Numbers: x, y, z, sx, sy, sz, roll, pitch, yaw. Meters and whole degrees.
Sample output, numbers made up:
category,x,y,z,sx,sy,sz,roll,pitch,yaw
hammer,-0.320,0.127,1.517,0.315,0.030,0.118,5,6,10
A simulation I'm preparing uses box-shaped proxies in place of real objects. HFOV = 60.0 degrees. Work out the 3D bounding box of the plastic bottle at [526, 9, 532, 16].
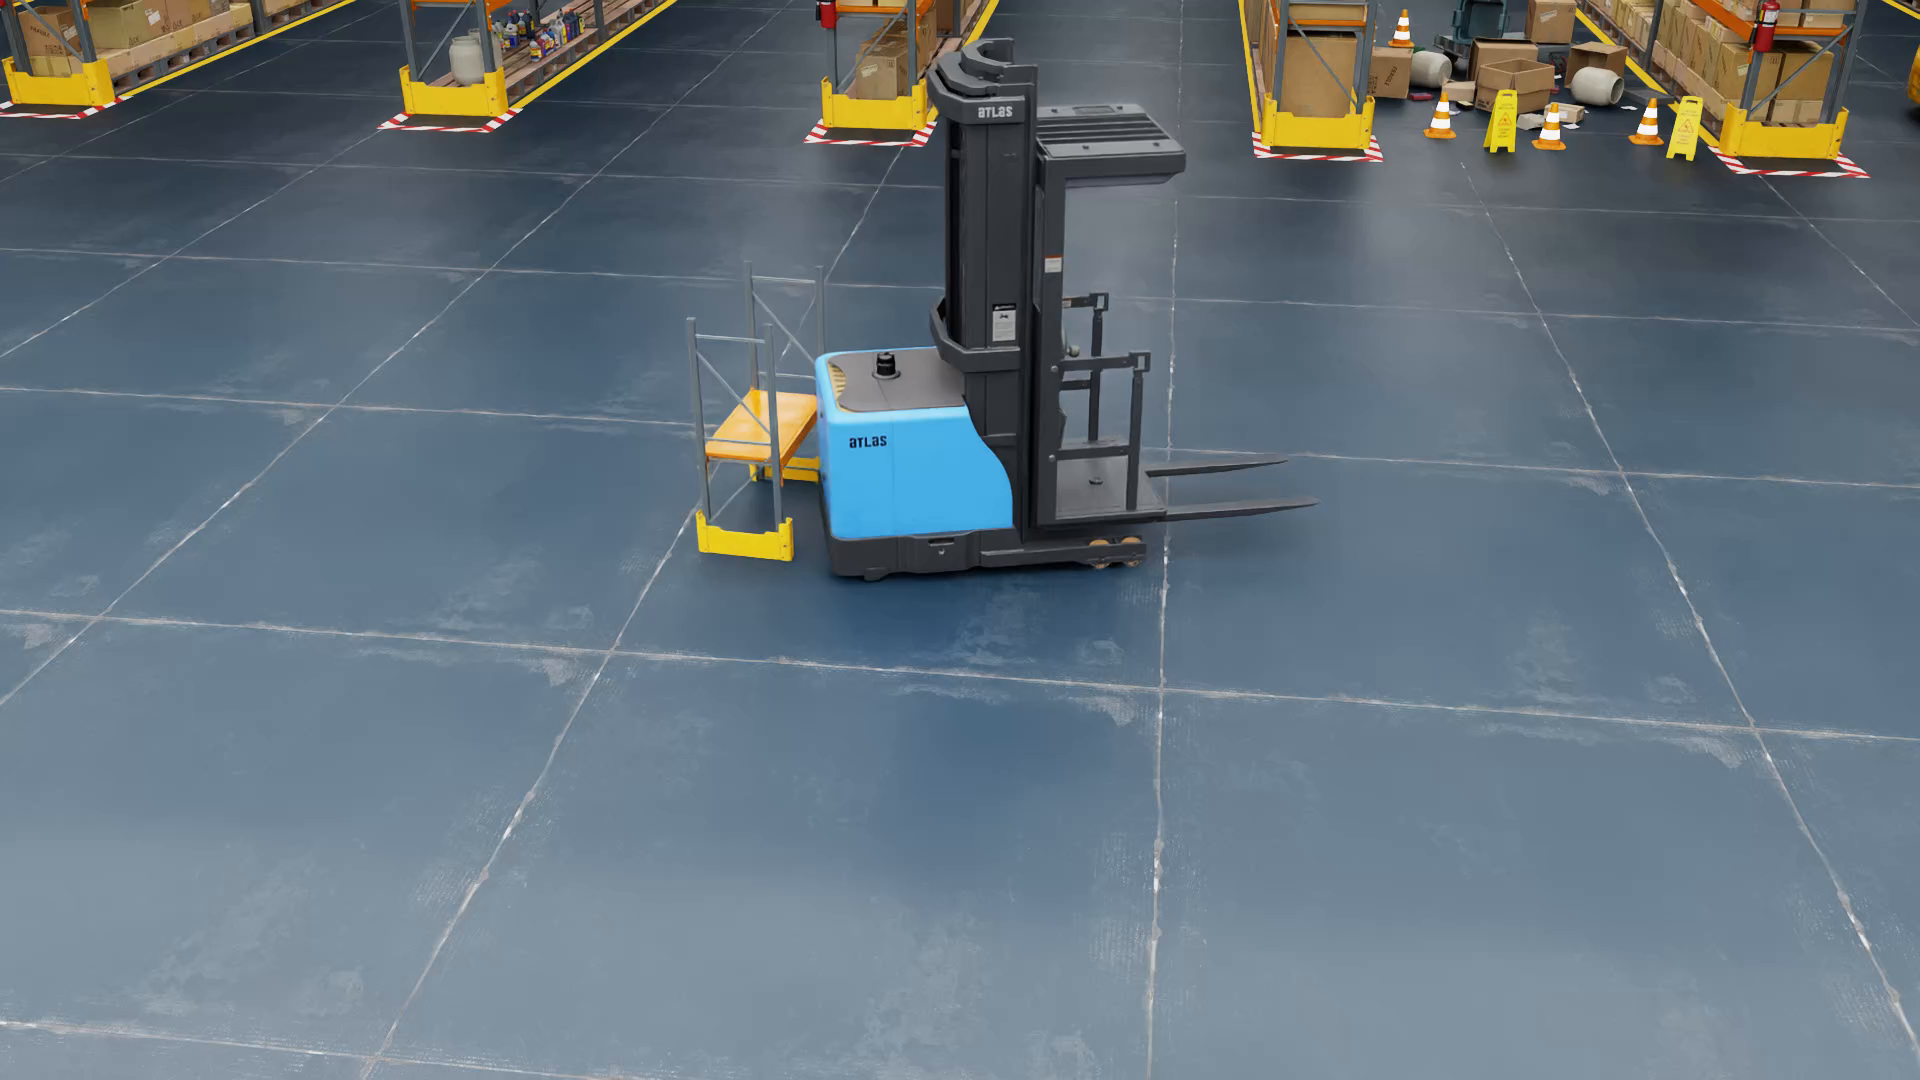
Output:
category,x,y,z,sx,sy,sz,roll,pitch,yaw
plastic bottle,-5.884,-7.094,22.668,0.097,0.271,0.097,0,28,0

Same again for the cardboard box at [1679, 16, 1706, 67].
category,x,y,z,sx,sy,sz,roll,pitch,yaw
cardboard box,8.882,-5.908,19.719,0.500,0.500,0.500,5,29,9

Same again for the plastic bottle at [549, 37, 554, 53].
category,x,y,z,sx,sy,sz,roll,pitch,yaw
plastic bottle,-5.302,-6.395,21.444,0.097,0.201,0.097,0,28,0

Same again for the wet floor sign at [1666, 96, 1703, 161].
category,x,y,z,sx,sy,sz,roll,pitch,yaw
wet floor sign,7.766,-4.416,17.766,0.267,0.644,0.232,14,31,24

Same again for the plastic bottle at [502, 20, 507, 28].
category,x,y,z,sx,sy,sz,roll,pitch,yaw
plastic bottle,-6.005,-6.704,21.931,0.061,0.283,0.133,5,29,8

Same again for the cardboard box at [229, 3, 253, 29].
category,x,y,z,sx,sy,sz,roll,pitch,yaw
cardboard box,-10.165,-7.259,23.017,0.500,0.250,0.500,3,28,6

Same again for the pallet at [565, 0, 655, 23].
category,x,y,z,sx,sy,sz,roll,pitch,yaw
pallet,-5.205,-7.946,24.777,1.003,0.211,1.213,3,28,6

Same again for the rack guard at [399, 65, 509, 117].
category,x,y,z,sx,sy,sz,roll,pitch,yaw
rack guard,-5.937,-5.281,19.525,1.175,0.500,0.348,3,28,6

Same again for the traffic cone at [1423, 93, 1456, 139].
category,x,y,z,sx,sy,sz,roll,pitch,yaw
traffic cone,5.401,-4.770,18.616,0.336,0.463,0.334,3,28,6

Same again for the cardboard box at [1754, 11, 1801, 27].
category,x,y,z,sx,sy,sz,roll,pitch,yaw
cardboard box,8.685,-5.557,17.667,0.380,0.149,0.250,4,29,8

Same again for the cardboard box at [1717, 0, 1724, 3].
category,x,y,z,sx,sy,sz,roll,pitch,yaw
cardboard box,8.772,-6.163,18.792,0.380,0.149,0.250,3,28,6

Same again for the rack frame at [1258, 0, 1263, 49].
category,x,y,z,sx,sy,sz,roll,pitch,yaw
rack frame,4.416,-7.602,21.198,1.000,3.000,0.127,3,28,6

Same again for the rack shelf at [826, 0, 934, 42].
category,x,y,z,sx,sy,sz,roll,pitch,yaw
rack shelf,-0.739,-6.680,20.245,1.077,0.370,4.000,3,28,6

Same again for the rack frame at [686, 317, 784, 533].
category,x,y,z,sx,sy,sz,roll,pitch,yaw
rack frame,-1.302,-0.571,9.729,0.500,1.500,0.032,6,29,10

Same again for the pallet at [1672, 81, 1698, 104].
category,x,y,z,sx,sy,sz,roll,pitch,yaw
pallet,9.147,-5.240,19.755,1.003,0.211,1.213,3,28,6

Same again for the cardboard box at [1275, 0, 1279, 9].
category,x,y,z,sx,sy,sz,roll,pitch,yaw
cardboard box,3.972,-6.223,18.480,0.875,0.550,0.550,3,28,6

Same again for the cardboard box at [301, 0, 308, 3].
category,x,y,z,sx,sy,sz,roll,pitch,yaw
cardboard box,-9.905,-8.150,24.671,0.500,0.250,0.500,3,28,5

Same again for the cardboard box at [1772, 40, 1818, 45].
category,x,y,z,sx,sy,sz,roll,pitch,yaw
cardboard box,9.287,-5.405,18.786,0.500,0.500,0.500,2,28,4

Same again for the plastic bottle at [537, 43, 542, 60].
category,x,y,z,sx,sy,sz,roll,pitch,yaw
plastic bottle,-5.355,-6.189,21.062,0.097,0.201,0.097,0,28,0

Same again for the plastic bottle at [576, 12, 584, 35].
category,x,y,z,sx,sy,sz,roll,pitch,yaw
plastic bottle,-5.141,-6.978,22.440,0.061,0.283,0.133,5,29,9

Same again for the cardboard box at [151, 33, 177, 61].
category,x,y,z,sx,sy,sz,roll,pitch,yaw
cardboard box,-10.409,-6.317,21.270,0.500,0.250,0.500,3,28,6

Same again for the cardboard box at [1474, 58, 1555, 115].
category,x,y,z,sx,sy,sz,roll,pitch,yaw
cardboard box,6.554,-5.354,19.658,0.797,0.503,0.637,-17,33,-29

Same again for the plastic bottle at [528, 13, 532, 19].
category,x,y,z,sx,sy,sz,roll,pitch,yaw
plastic bottle,-5.790,-6.939,22.368,0.061,0.283,0.133,3,28,6

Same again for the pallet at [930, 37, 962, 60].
category,x,y,z,sx,sy,sz,roll,pitch,yaw
pallet,-0.541,-6.392,21.893,1.003,0.211,1.213,3,28,6

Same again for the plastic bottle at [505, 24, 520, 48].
category,x,y,z,sx,sy,sz,roll,pitch,yaw
plastic bottle,-5.845,-6.579,21.707,0.152,0.276,0.135,3,28,6

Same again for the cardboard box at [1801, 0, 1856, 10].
category,x,y,z,sx,sy,sz,roll,pitch,yaw
cardboard box,9.185,-5.861,17.548,0.500,0.500,0.500,3,28,5

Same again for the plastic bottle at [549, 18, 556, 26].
category,x,y,z,sx,sy,sz,roll,pitch,yaw
plastic bottle,-5.376,-6.807,22.130,0.152,0.276,0.135,3,28,6

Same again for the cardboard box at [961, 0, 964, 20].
category,x,y,z,sx,sy,sz,roll,pitch,yaw
cardboard box,-0.320,-7.542,23.259,0.700,0.500,0.500,3,28,6

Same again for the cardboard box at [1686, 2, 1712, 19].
category,x,y,z,sx,sy,sz,roll,pitch,yaw
cardboard box,8.835,-6.266,19.700,0.380,0.149,0.250,5,29,9

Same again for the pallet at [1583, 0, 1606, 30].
category,x,y,z,sx,sy,sz,roll,pitch,yaw
pallet,9.734,-7.650,24.227,1.003,0.211,1.213,3,28,6

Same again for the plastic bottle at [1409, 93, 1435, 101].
category,x,y,z,sx,sy,sz,roll,pitch,yaw
plastic bottle,5.608,-5.378,20.169,0.283,0.061,0.133,-6,29,-11

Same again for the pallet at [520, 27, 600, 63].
category,x,y,z,sx,sy,sz,roll,pitch,yaw
pallet,-5.533,-6.685,22.435,1.003,0.211,1.213,3,28,6

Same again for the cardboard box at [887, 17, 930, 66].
category,x,y,z,sx,sy,sz,roll,pitch,yaw
cardboard box,-0.643,-6.270,20.918,0.500,0.500,0.500,1,28,2

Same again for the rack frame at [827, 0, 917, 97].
category,x,y,z,sx,sy,sz,roll,pitch,yaw
rack frame,-0.984,-6.055,18.327,1.000,3.000,0.127,3,28,6

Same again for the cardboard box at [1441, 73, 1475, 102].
category,x,y,z,sx,sy,sz,roll,pitch,yaw
cardboard box,6.034,-5.482,20.146,0.396,0.266,0.258,8,29,15

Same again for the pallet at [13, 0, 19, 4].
category,x,y,z,sx,sy,sz,roll,pitch,yaw
pallet,-15.001,-8.516,25.836,1.003,0.211,1.213,3,28,6

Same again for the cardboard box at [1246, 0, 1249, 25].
category,x,y,z,sx,sy,sz,roll,pitch,yaw
cardboard box,4.525,-7.548,23.027,1.050,0.750,0.750,3,28,6

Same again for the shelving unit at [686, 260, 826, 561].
category,x,y,z,sx,sy,sz,roll,pitch,yaw
shelving unit,-1.195,-0.812,10.175,0.587,1.500,1.083,6,29,10

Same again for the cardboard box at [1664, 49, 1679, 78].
category,x,y,z,sx,sy,sz,roll,pitch,yaw
cardboard box,8.947,-5.823,20.351,0.500,0.250,0.500,5,29,9

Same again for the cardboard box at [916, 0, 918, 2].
category,x,y,z,sx,sy,sz,roll,pitch,yaw
cardboard box,-0.663,-6.181,18.826,0.380,0.149,0.250,3,28,6

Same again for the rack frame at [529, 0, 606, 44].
category,x,y,z,sx,sy,sz,roll,pitch,yaw
rack frame,-5.409,-8.226,22.356,1.000,3.000,0.127,3,28,6

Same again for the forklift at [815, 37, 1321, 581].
category,x,y,z,sx,sy,sz,roll,pitch,yaw
forklift,0.671,-1.368,9.698,3.031,2.935,1.130,-4,29,-8

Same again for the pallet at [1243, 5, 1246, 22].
category,x,y,z,sx,sy,sz,roll,pitch,yaw
pallet,4.735,-7.891,24.674,1.003,0.211,1.213,3,28,6

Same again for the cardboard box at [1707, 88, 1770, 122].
category,x,y,z,sx,sy,sz,roll,pitch,yaw
cardboard box,8.686,-4.861,18.567,0.500,0.250,0.500,3,28,6

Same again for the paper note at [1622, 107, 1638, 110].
category,x,y,z,sx,sy,sz,roll,pitch,yaw
paper note,7.959,-5.137,19.754,0.142,0.019,0.148,-6,29,-11

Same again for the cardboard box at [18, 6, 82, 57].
category,x,y,z,sx,sy,sz,roll,pitch,yaw
cardboard box,-11.045,-6.207,20.274,0.500,0.500,0.500,3,28,6

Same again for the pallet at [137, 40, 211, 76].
category,x,y,z,sx,sy,sz,roll,pitch,yaw
pallet,-10.611,-6.340,21.796,1.003,0.211,1.213,3,28,6

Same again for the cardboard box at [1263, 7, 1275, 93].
category,x,y,z,sx,sy,sz,roll,pitch,yaw
cardboard box,4.049,-5.706,19.477,0.875,0.875,0.875,3,28,5

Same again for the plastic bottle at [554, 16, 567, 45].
category,x,y,z,sx,sy,sz,roll,pitch,yaw
plastic bottle,-5.265,-6.691,21.836,0.144,0.351,0.185,3,28,6

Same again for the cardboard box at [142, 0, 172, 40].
category,x,y,z,sx,sy,sz,roll,pitch,yaw
cardboard box,-10.421,-6.648,21.093,0.500,0.500,0.500,3,28,6

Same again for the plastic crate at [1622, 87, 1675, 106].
category,x,y,z,sx,sy,sz,roll,pitch,yaw
plastic crate,8.335,-5.385,20.162,0.402,0.080,0.583,-6,29,-11

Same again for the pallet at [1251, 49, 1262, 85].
category,x,y,z,sx,sy,sz,roll,pitch,yaw
pallet,4.246,-6.021,21.204,1.003,0.211,1.213,3,28,6

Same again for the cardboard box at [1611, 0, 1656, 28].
category,x,y,z,sx,sy,sz,roll,pitch,yaw
cardboard box,9.571,-7.303,22.971,0.950,0.372,0.625,4,29,8
